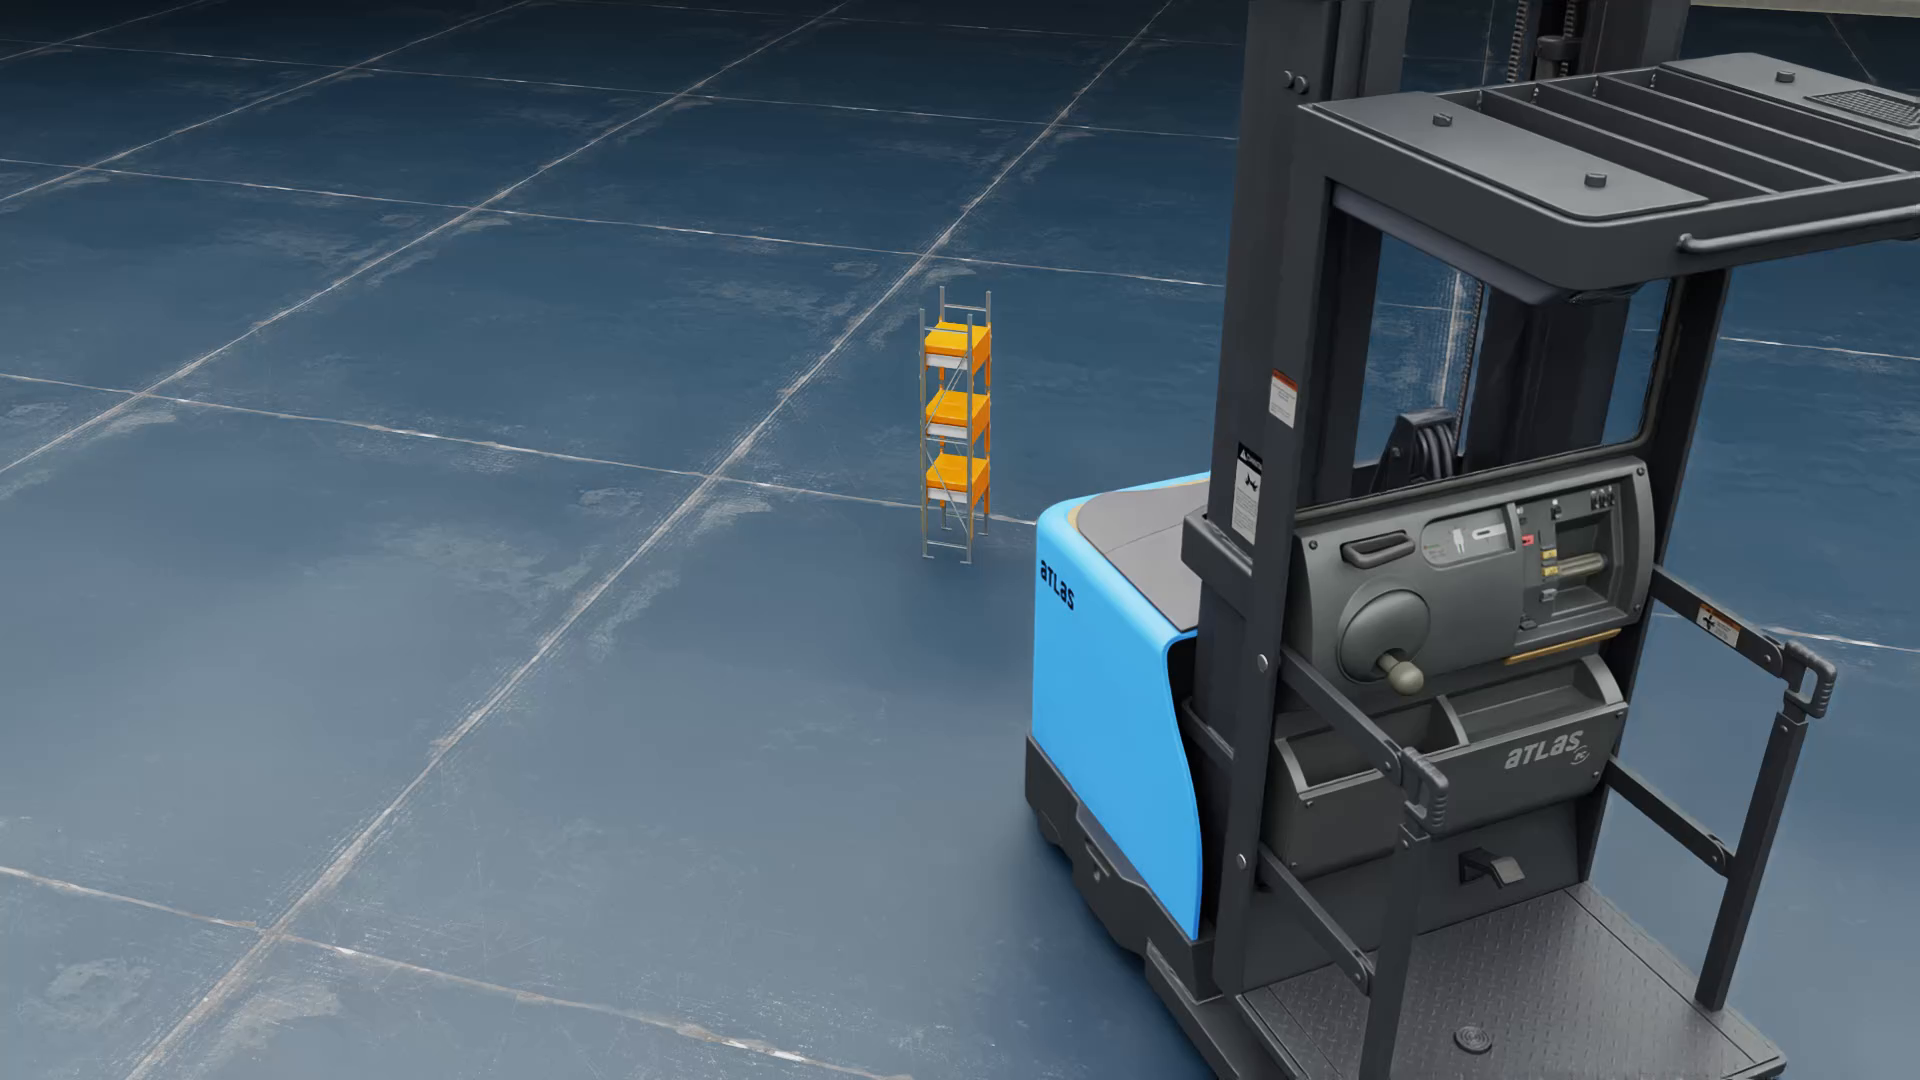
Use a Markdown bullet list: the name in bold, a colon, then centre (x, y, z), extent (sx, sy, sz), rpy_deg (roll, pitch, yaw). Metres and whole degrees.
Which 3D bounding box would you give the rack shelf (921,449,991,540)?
- **rack shelf**: centre (-0.016, -0.182, 6.590), extent (0.215, 0.259, 0.240), rpy_deg (8, 30, 15)

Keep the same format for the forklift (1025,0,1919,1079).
- **forklift**: centre (1.242, 0.125, 3.511), extent (1.130, 2.935, 3.031), rpy_deg (-12, 31, -20)

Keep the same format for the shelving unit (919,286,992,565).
- **shelving unit**: centre (-0.016, -0.434, 6.450), extent (0.215, 1.050, 0.252), rpy_deg (8, 30, 15)

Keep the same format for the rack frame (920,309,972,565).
- **rack frame**: centre (-0.052, -0.377, 6.348), extent (0.200, 1.050, 0.008), rpy_deg (8, 30, 15)

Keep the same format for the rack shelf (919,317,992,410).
- **rack shelf**: centre (-0.016, -0.673, 6.317), extent (0.215, 0.259, 0.240), rpy_deg (8, 30, 15)

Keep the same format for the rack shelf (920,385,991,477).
- **rack shelf**: centre (-0.016, -0.425, 6.455), extent (0.215, 0.259, 0.240), rpy_deg (8, 30, 15)

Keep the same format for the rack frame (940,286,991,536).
- **rack frame**: centre (0.020, -0.491, 6.552), extent (0.200, 1.050, 0.008), rpy_deg (8, 30, 15)
